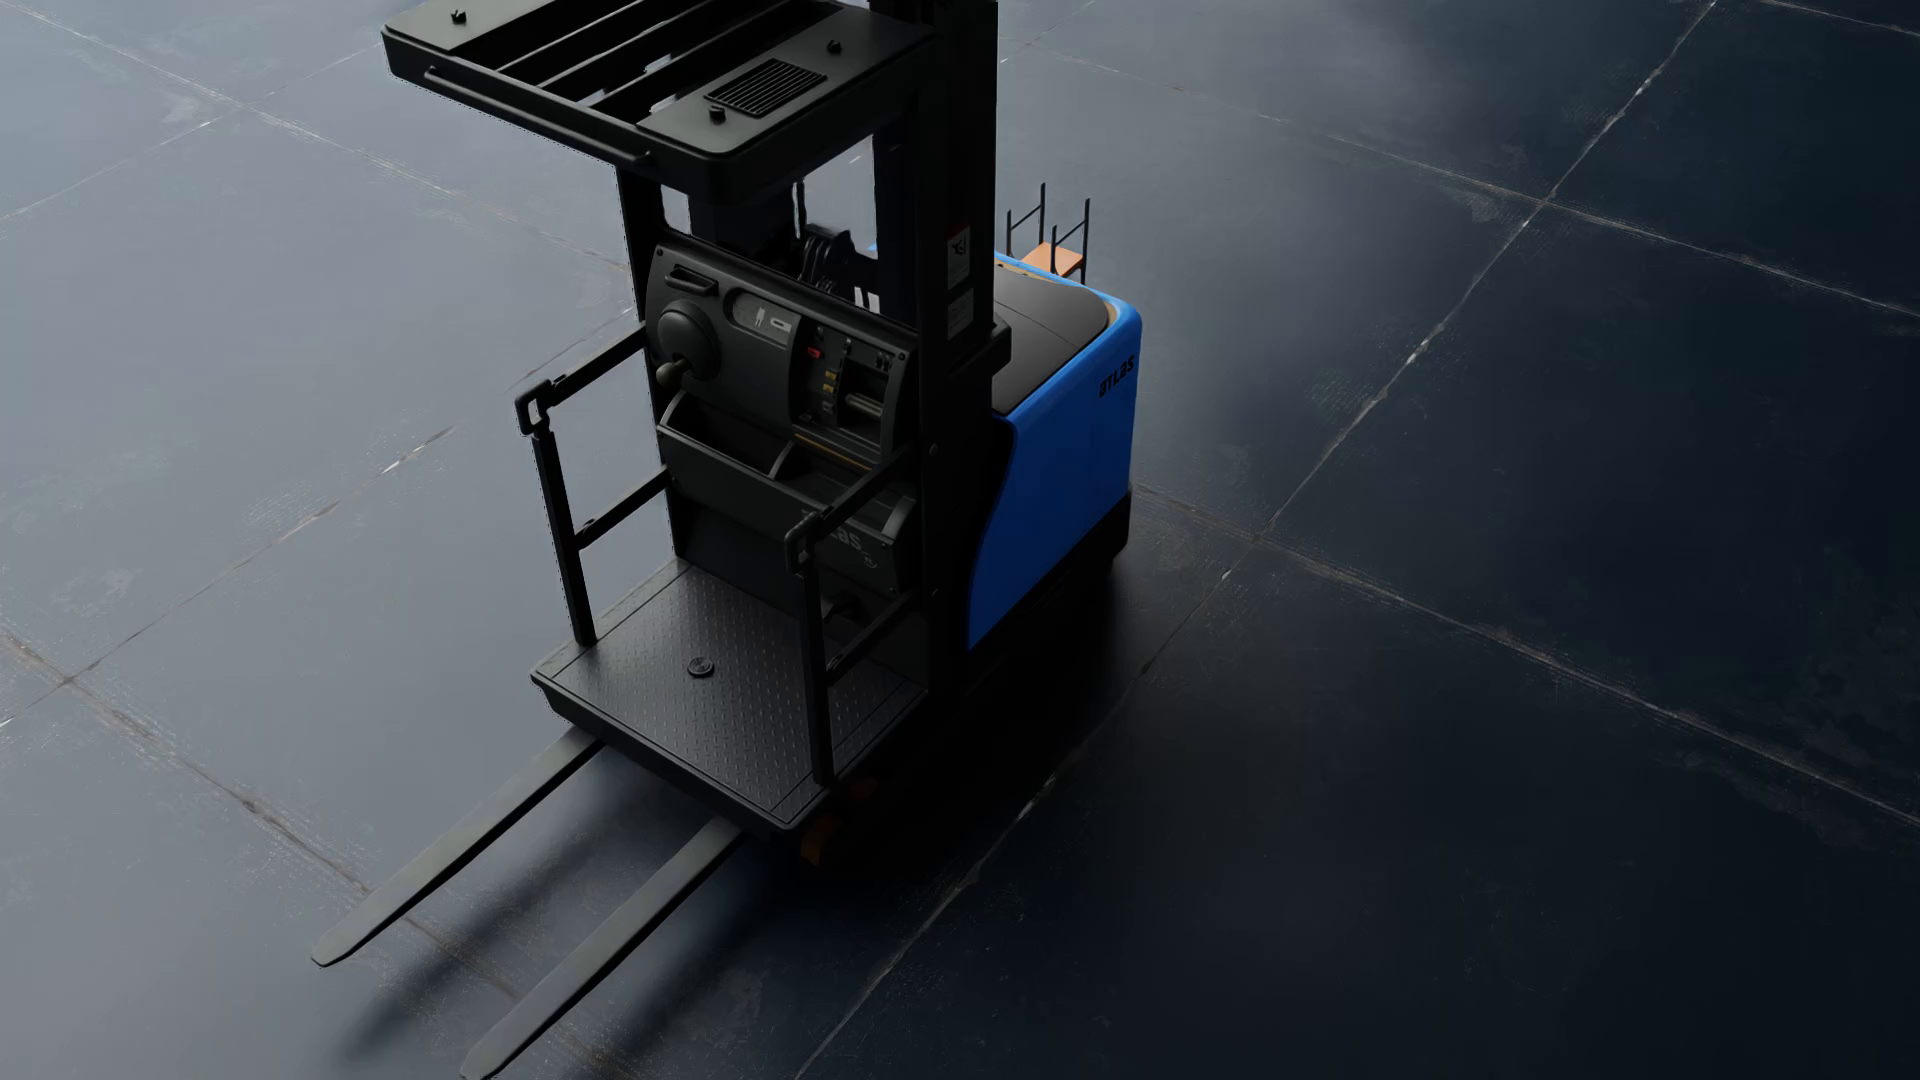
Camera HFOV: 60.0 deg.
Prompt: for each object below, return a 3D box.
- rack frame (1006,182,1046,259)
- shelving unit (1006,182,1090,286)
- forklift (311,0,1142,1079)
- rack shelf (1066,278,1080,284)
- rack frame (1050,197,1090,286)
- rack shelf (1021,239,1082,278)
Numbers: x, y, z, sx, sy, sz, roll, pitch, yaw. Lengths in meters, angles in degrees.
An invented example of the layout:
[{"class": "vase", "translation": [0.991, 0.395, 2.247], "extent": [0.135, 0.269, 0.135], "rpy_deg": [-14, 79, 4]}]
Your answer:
[{"class": "rack frame", "translation": [0.231, -0.748, 6.186], "extent": [0.006, 1.200, 0.240], "rpy_deg": [25, 47, 25]}, {"class": "shelving unit", "translation": [0.307, -0.714, 6.148], "extent": [0.189, 1.200, 0.258], "rpy_deg": [25, 47, 25]}, {"class": "forklift", "translation": [-0.650, -0.455, 4.560], "extent": [1.130, 2.935, 3.031], "rpy_deg": [26, 48, 26]}, {"class": "rack shelf", "translation": [0.307, -0.859, 6.017], "extent": [0.180, 0.103, 0.258], "rpy_deg": [25, 47, 25]}, {"class": "rack frame", "translation": [0.382, -0.679, 6.109], "extent": [0.006, 1.200, 0.240], "rpy_deg": [25, 47, 25]}, {"class": "rack shelf", "translation": [0.307, -0.949, 5.937], "extent": [0.180, 0.103, 0.258], "rpy_deg": [25, 47, 25]}]
